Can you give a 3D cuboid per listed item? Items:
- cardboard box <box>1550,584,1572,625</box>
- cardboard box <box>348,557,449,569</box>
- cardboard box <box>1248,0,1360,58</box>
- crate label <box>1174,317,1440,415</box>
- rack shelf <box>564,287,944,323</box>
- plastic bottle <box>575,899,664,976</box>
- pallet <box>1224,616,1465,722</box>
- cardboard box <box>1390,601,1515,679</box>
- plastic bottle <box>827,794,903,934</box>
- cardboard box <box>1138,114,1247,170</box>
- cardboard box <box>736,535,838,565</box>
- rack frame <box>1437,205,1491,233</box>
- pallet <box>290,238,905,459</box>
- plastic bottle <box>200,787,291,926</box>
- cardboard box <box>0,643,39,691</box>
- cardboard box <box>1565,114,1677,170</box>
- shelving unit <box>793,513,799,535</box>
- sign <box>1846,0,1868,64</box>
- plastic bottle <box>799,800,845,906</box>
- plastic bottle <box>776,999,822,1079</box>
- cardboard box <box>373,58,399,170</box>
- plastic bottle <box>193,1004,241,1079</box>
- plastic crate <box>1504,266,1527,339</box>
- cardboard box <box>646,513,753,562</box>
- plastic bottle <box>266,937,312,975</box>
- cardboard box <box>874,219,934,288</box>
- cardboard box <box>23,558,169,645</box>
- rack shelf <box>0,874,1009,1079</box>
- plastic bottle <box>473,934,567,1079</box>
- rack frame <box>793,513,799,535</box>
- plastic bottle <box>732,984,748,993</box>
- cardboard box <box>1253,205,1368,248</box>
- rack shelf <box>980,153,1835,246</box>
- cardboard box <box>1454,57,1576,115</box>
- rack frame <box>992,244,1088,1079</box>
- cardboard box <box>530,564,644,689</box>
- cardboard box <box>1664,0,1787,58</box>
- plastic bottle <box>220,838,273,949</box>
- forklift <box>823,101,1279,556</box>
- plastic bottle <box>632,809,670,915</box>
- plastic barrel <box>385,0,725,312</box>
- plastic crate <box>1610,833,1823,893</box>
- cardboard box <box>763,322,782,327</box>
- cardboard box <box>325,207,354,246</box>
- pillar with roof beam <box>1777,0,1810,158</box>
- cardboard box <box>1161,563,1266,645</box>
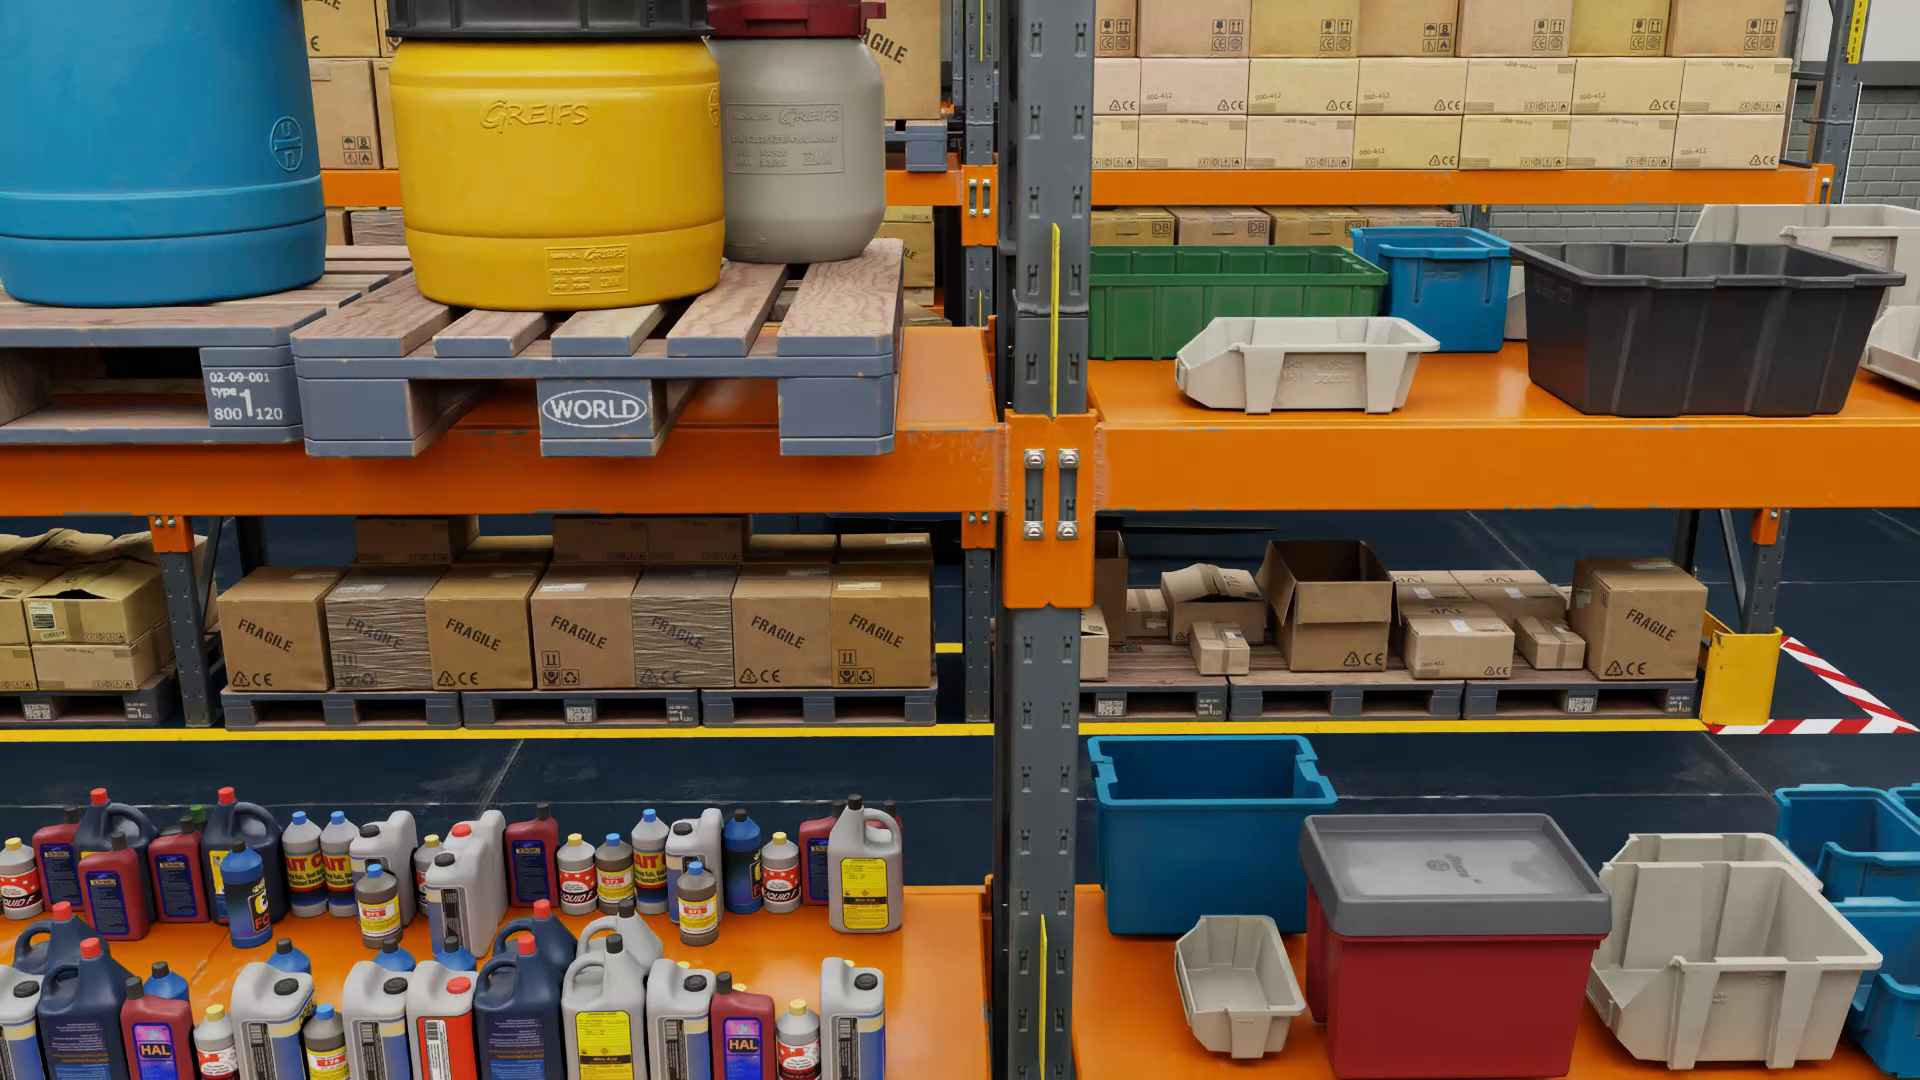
[{"bbox_3d":[3.409,0.387,9.349,0.250,0.166,0.380,0,18,-1],"label":"cardboard box"},{"bbox_3d":[-2.984,0.292,9.099,0.500,0.500,0.500,0,18,1],"label":"cardboard box"},{"bbox_3d":[1.572,-2.561,7.910,0.500,0.500,0.700,0,18,-1],"label":"cardboard box"},{"bbox_3d":[0.652,-0.336,3.205,0.466,0.136,0.293,0,18,-1],"label":"crate label"},{"bbox_3d":[-1.998,-1.793,13.403,4.000,0.370,1.077,0,18,-1],"label":"rack shelf"},{"bbox_3d":[-0.758,0.965,3.710,0.185,0.351,0.144,0,18,-1],"label":"plastic bottle"},{"bbox_3d":[1.993,0.686,9.063,1.213,0.211,1.003,0,18,-1],"label":"pallet"},{"bbox_3d":[2.593,0.522,8.791,0.500,0.250,0.500,0,18,-1],"label":"cardboard box"},{"bbox_3d":[-0.239,0.807,4.201,0.185,0.351,0.144,0,18,-1],"label":"plastic bottle"},{"bbox_3d":[1.074,-1.917,7.947,0.500,0.250,0.500,0,18,-1],"label":"cardboard box"},{"bbox_3d":[-0.937,0.283,9.127,0.500,0.500,0.500,0,18,0],"label":"cardboard box"},{"bbox_3d":[4.001,-2.164,13.383,0.127,3.000,1.000,0,18,-1],"label":"rack frame"},{"bbox_3d":[-0.624,-0.424,3.356,1.003,0.211,1.213,0,18,-1],"label":"pallet"},{"bbox_3d":[-1.823,0.796,4.235,0.185,0.351,0.144,0,18,-1],"label":"plastic bottle"},{"bbox_3d":[-4.953,0.577,8.651,0.500,0.250,0.500,0,18,-2],"label":"cardboard box"},{"bbox_3d":[3.074,-1.926,7.976,0.500,0.250,0.500,0,18,-1],"label":"cardboard box"},{"bbox_3d":[-1.023,-0.521,11.453,0.252,1.050,0.215,1,18,3],"label":"shelving unit"},{"bbox_3d":[4.072,-2.331,7.545,0.005,0.325,0.100,0,18,-1],"label":"sign"},{"bbox_3d":[-0.348,0.809,4.307,0.133,0.283,0.061,0,18,-1],"label":"plastic bottle"},{"bbox_3d":[-0.346,1.085,3.579,0.097,0.201,0.097,0,18,0],"label":"plastic bottle"},{"bbox_3d":[-2.450,-2.106,8.127,0.500,0.500,0.910,0,18,-1],"label":"cardboard box"},{"bbox_3d":[-1.582,1.091,3.561,0.097,0.201,0.097,0,18,0],"label":"plastic bottle"},{"bbox_3d":[1.424,-0.544,3.854,0.466,0.136,0.293,0,18,-1],"label":"plastic crate"},{"bbox_3d":[-1.404,-0.075,9.016,0.500,0.250,0.500,0,18,-1],"label":"cardboard box"},{"bbox_3d":[-1.487,1.011,3.696,0.097,0.271,0.097,0,18,0],"label":"plastic bottle"},{"bbox_3d":[-0.456,-2.264,13.012,0.500,0.500,0.500,-1,18,-2],"label":"cardboard box"},{"bbox_3d":[-4.435,0.307,8.574,0.500,0.311,0.500,0,18,1],"label":"cardboard box"},{"bbox_3d":[-1.841,1.233,3.970,4.000,0.370,1.077,0,18,-1],"label":"rack shelf"},{"bbox_3d":[-0.940,1.010,3.570,0.185,0.351,0.144,0,18,-1],"label":"plastic bottle"},{"bbox_3d":[-1.145,-0.523,11.459,0.008,1.050,0.200,1,18,3],"label":"rack frame"},{"bbox_3d":[-0.480,1.067,3.635,0.097,0.201,0.097,0,18,0],"label":"plastic bottle"},{"bbox_3d":[2.764,-2.294,13.298,0.700,0.700,0.980,0,18,-1],"label":"cardboard box"},{"bbox_3d":[2.084,-1.727,8.288,4.000,0.370,1.077,0,18,-1],"label":"rack shelf"},{"bbox_3d":[2.574,-2.162,7.893,0.500,0.250,0.500,0,18,-1],"label":"cardboard box"},{"bbox_3d":[0.158,0.881,3.890,0.127,3.000,1.000,0,18,-1],"label":"rack frame"},{"bbox_3d":[-1.909,0.444,8.625,0.500,0.500,0.500,-1,18,-3],"label":"cardboard box"},{"bbox_3d":[3.570,-2.596,8.017,0.500,0.500,0.700,0,18,-1],"label":"cardboard box"},{"bbox_3d":[-1.777,0.871,4.133,0.097,0.271,0.097,0,18,0],"label":"plastic bottle"},{"bbox_3d":[0.624,-1.385,11.067,3.031,2.935,1.130,1,18,3],"label":"forklift"},{"bbox_3d":[-0.793,0.822,4.285,0.097,0.271,0.097,0,18,0],"label":"plastic bottle"},{"bbox_3d":[-0.751,-0.770,3.132,0.600,0.588,0.600,0,18,0],"label":"plastic barrel"},{"bbox_3d":[1.895,0.878,4.234,0.466,0.136,0.293,0,18,-1],"label":"plastic crate"},{"bbox_3d":[-1.080,-0.923,8.662,0.500,0.500,0.700,3,18,8],"label":"cardboard box"},{"bbox_3d":[-5.026,-2.366,13.129,0.500,0.500,0.700,-2,18,-6],"label":"cardboard box"},{"bbox_3d":[6.755,-3.983,9.232,0.400,9.000,9.100,0,18,-1],"label":"pillar with roof beam"},{"bbox_3d":[1.399,0.346,9.240,0.500,0.311,0.500,0,18,-1],"label":"cardboard box"}]
